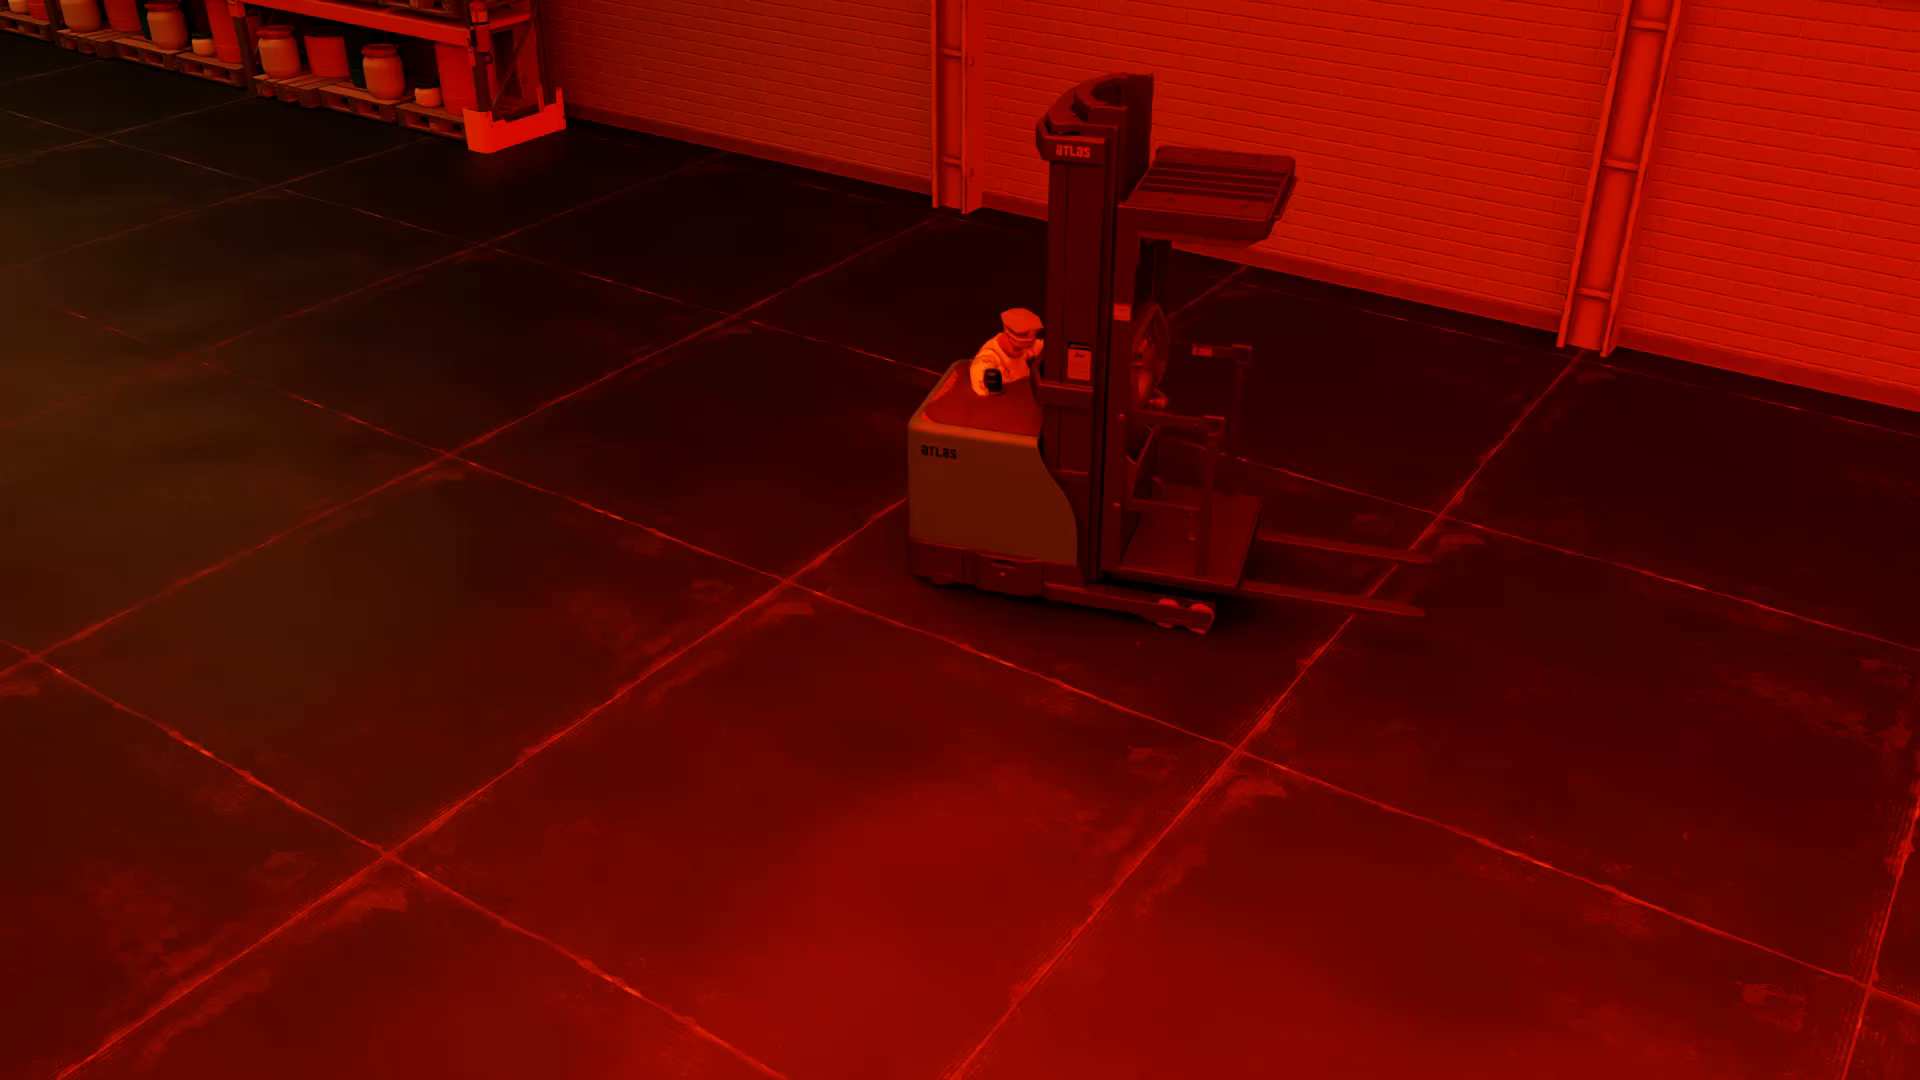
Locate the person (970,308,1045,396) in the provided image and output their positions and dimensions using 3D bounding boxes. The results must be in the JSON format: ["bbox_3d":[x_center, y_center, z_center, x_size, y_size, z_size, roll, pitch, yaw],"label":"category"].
[{"bbox_3d":[0.435,-0.677,10.146,1.153,1.520,0.740,-26,39,-37],"label":"person"}]

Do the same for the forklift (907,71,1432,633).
[{"bbox_3d":[1.258,-1.031,9.357,3.031,2.935,1.130,9,31,15],"label":"forklift"}]
